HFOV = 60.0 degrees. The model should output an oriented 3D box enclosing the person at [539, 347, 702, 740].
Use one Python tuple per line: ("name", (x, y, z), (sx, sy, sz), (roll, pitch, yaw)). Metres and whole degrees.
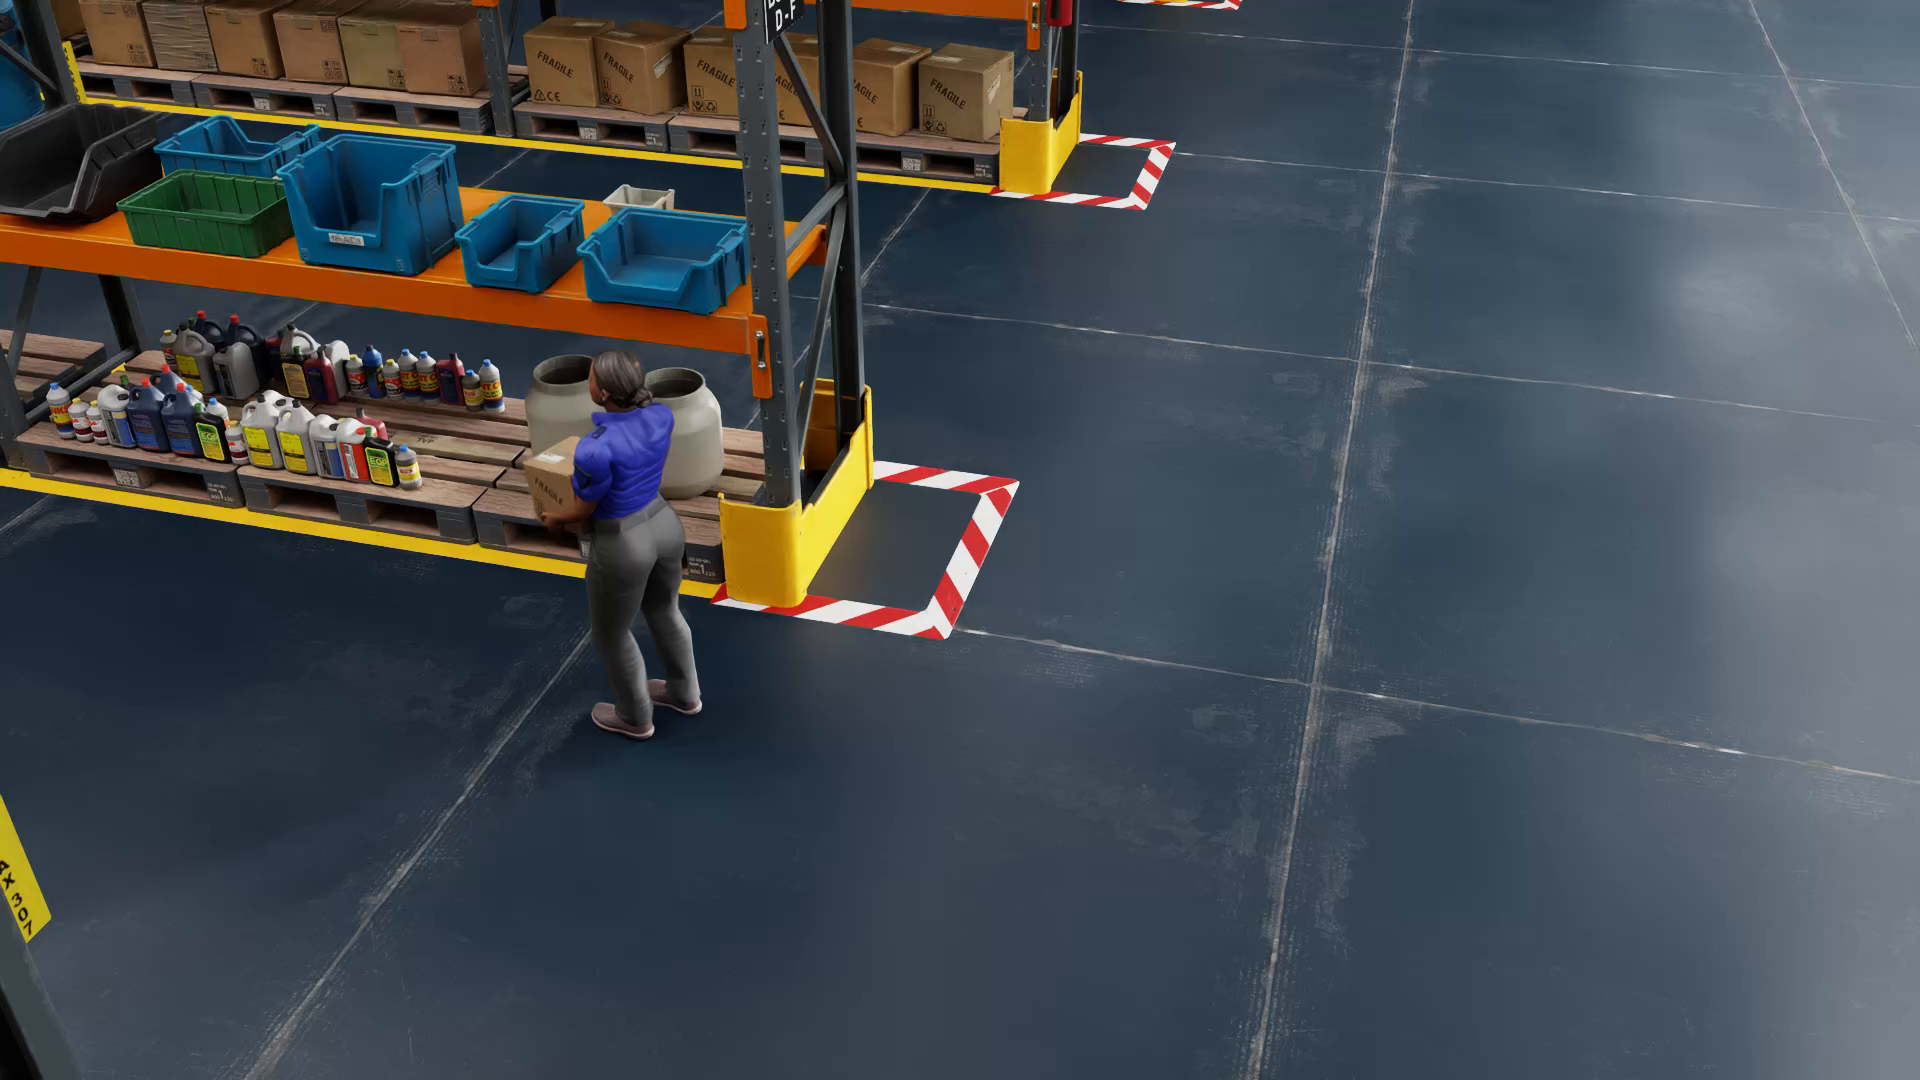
("person", (-1.267, -0.003, 6.157), (0.515, 1.651, 0.451), (21, 39, 29))
